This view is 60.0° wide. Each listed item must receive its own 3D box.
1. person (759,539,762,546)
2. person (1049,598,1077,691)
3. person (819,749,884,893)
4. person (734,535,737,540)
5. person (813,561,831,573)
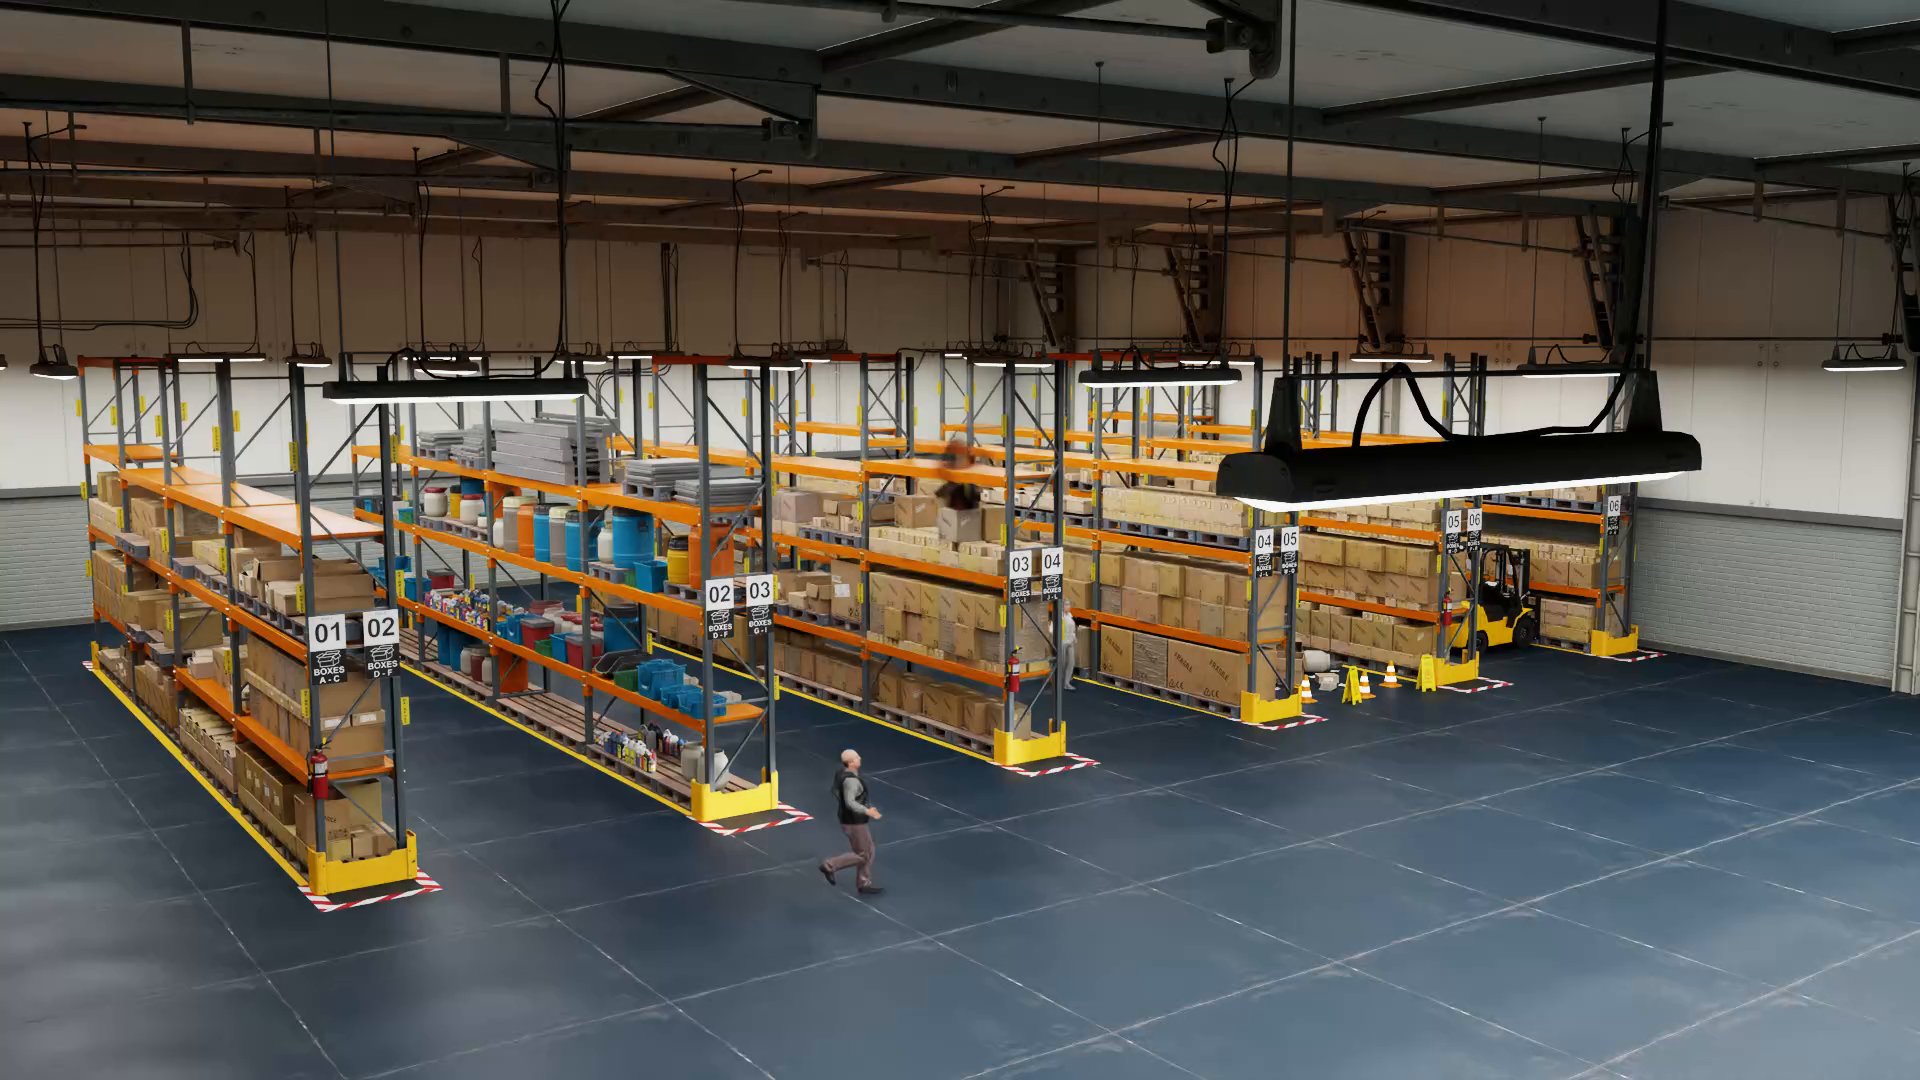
[{"bbox_3d":[-4.593,0.824,38.353,0.757,1.821,0.827,-4,8,-30],"label":"person"},{"bbox_3d":[1.861,1.858,30.103,0.611,1.664,0.720,-6,9,-41],"label":"person"},{"bbox_3d":[-1.249,3.211,18.926,0.765,1.688,0.659,-2,7,-14],"label":"person"},{"bbox_3d":[-5.577,0.680,39.739,0.785,1.669,0.549,-1,7,-12],"label":"person"},{"bbox_3d":[-3.402,0.451,41.846,0.673,1.664,0.630,4,8,28],"label":"person"}]
